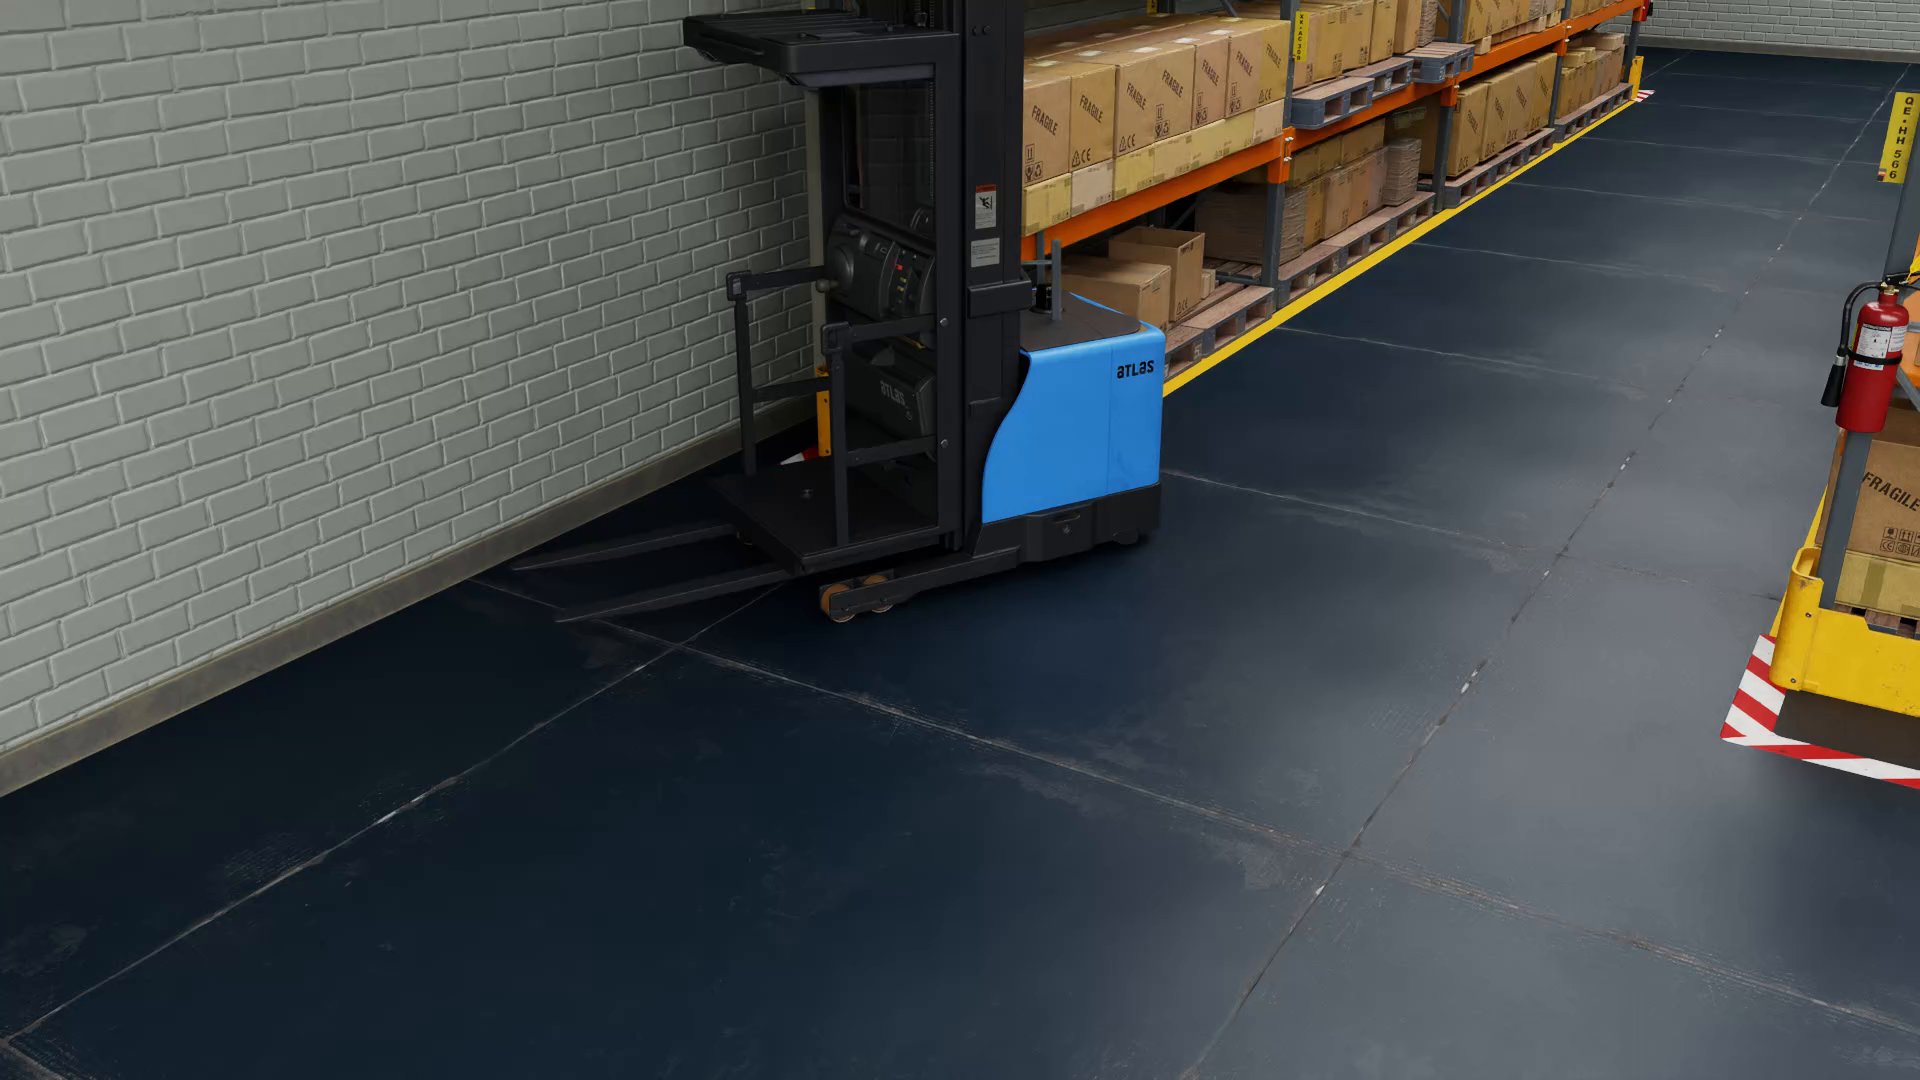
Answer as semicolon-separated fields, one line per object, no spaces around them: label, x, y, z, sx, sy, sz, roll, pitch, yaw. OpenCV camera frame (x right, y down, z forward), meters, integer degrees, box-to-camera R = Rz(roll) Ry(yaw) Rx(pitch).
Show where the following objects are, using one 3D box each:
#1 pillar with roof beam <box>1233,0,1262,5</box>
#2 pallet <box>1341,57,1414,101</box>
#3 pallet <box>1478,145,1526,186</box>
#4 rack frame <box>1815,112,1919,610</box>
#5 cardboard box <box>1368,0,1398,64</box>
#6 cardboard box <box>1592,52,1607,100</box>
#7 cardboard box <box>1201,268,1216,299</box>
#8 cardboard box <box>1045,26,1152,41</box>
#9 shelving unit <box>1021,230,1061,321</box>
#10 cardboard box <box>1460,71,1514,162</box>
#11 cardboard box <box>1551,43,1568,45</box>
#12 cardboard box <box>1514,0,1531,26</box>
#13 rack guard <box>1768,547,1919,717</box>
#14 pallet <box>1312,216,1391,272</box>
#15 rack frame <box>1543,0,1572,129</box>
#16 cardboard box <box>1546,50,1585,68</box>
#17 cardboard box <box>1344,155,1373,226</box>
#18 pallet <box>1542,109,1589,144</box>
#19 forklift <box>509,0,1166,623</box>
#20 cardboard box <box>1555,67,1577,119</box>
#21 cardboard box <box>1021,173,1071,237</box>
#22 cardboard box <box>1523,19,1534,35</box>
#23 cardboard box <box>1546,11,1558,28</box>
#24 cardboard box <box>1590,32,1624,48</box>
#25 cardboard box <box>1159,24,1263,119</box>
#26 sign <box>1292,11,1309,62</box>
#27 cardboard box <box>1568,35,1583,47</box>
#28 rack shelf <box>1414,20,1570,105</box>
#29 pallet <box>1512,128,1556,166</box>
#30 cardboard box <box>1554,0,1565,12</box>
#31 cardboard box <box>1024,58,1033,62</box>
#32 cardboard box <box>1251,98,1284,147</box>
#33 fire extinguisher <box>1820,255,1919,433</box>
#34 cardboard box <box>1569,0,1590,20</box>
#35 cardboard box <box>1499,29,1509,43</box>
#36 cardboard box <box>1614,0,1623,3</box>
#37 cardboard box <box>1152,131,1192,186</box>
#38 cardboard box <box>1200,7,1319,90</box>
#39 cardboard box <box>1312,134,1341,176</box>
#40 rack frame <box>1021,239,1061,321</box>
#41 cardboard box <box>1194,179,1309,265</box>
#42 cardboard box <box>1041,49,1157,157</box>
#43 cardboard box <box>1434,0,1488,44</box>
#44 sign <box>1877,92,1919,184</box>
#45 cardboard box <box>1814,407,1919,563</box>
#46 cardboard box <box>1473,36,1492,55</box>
pillar with roof beam;6.182;-6.058;10.916;9.100;9.000;0.400;14;27;29
pallet;2.936;-3.699;13.261;1.003;0.211;1.213;14;27;29
pallet;5.069;-3.845;16.866;1.003;0.211;1.213;14;27;29
rack frame;3.936;-0.727;6.154;1.000;3.000;0.127;14;27;29
cardboard box;3.067;-4.126;13.326;0.700;0.500;0.500;14;27;29
cardboard box;7.352;-5.614;20.060;0.700;0.500;0.500;13;27;27
cardboard box;1.578;-1.829;11.712;0.380;0.166;0.250;10;25;22
cardboard box;0.866;-2.943;10.492;0.500;0.500;0.500;15;27;30
shelving unit;0.222;-0.913;8.497;0.538;1.500;1.048;-2;24;-1
cardboard box;4.912;-4.185;16.320;0.750;0.750;0.750;14;27;29
cardboard box;6.976;-5.821;19.721;0.380;0.149;0.250;13;27;28
cardboard box;5.234;-5.285;16.158;0.500;0.500;0.500;15;27;30
rack guard;3.923;0.428;6.632;1.175;0.500;0.348;14;27;29
pallet;2.887;-2.511;13.784;1.003;0.211;1.213;14;27;29
rack frame;6.055;-5.814;17.905;1.000;3.000;0.127;14;27;29
cardboard box;6.872;-5.466;18.901;0.380;0.149;0.250;15;28;31
cardboard box;3.001;-2.942;13.862;0.700;0.500;0.500;14;27;29
pallet;6.523;-4.775;19.014;1.003;0.211;1.213;14;27;29
forklift;-0.543;-1.219;7.375;3.031;2.935;1.130;-13;27;-28
cardboard box;6.537;-5.091;18.851;0.700;0.500;0.500;14;27;30
cardboard box;0.252;-1.803;8.802;0.500;0.250;0.500;13;27;27
cardboard box;5.554;-5.196;16.769;0.380;0.149;0.250;14;27;29
cardboard box;6.004;-5.444;17.342;0.380;0.149;0.250;14;27;30
cardboard box;7.968;-6.169;20.525;0.380;0.149;0.250;14;27;28
cardboard box;1.590;-3.005;10.634;0.500;0.500;0.500;14;27;29
sign;2.300;-3.400;11.239;0.100;0.325;0.005;14;27;29
cardboard box;7.378;-6.079;20.318;0.380;0.149;0.250;14;27;29
rack shelf;5.000;-4.809;16.488;1.077;0.370;4.000;14;27;29
pallet;5.712;-4.258;17.821;1.003;0.211;1.213;14;27;29
cardboard box;6.026;-5.797;17.340;0.500;0.500;0.500;13;27;28
cardboard box;0.067;-2.420;9.284;0.500;0.500;0.500;14;27;30
cardboard box;1.843;-2.831;11.177;0.500;0.250;0.500;14;27;29
fire extinguisher;3.479;-0.749;6.302;0.296;0.674;0.183;14;27;29
cardboard box;6.355;-6.131;18.260;0.980;0.700;0.700;14;27;30
cardboard box;5.115;-4.941;16.178;0.380;0.149;0.250;14;27;29
cardboard box;7.530;-6.880;19.989;0.980;0.700;0.700;14;27;29
cardboard box;1.056;-2.322;10.001;0.500;0.250;0.500;14;27;29
cardboard box;2.132;-3.526;11.941;0.700;0.500;0.500;14;27;29
cardboard box;2.710;-3.091;13.262;0.500;0.250;0.500;13;27;27
rack frame;0.236;-0.704;8.034;0.500;1.500;0.032;-2;24;-1
cardboard box;2.209;-2.421;12.659;0.700;0.500;0.500;15;28;31
cardboard box;0.779;-2.484;9.433;0.500;0.500;0.500;13;27;27
cardboard box;4.419;-4.766;14.958;0.500;0.500;0.500;15;27;30
sign;3.482;-1.486;6.150;0.100;0.325;0.005;14;27;29
cardboard box;3.966;-0.246;7.030;0.500;0.500;0.500;14;27;29
cardboard box;4.668;-4.576;15.335;0.380;0.149;0.250;15;27;31
